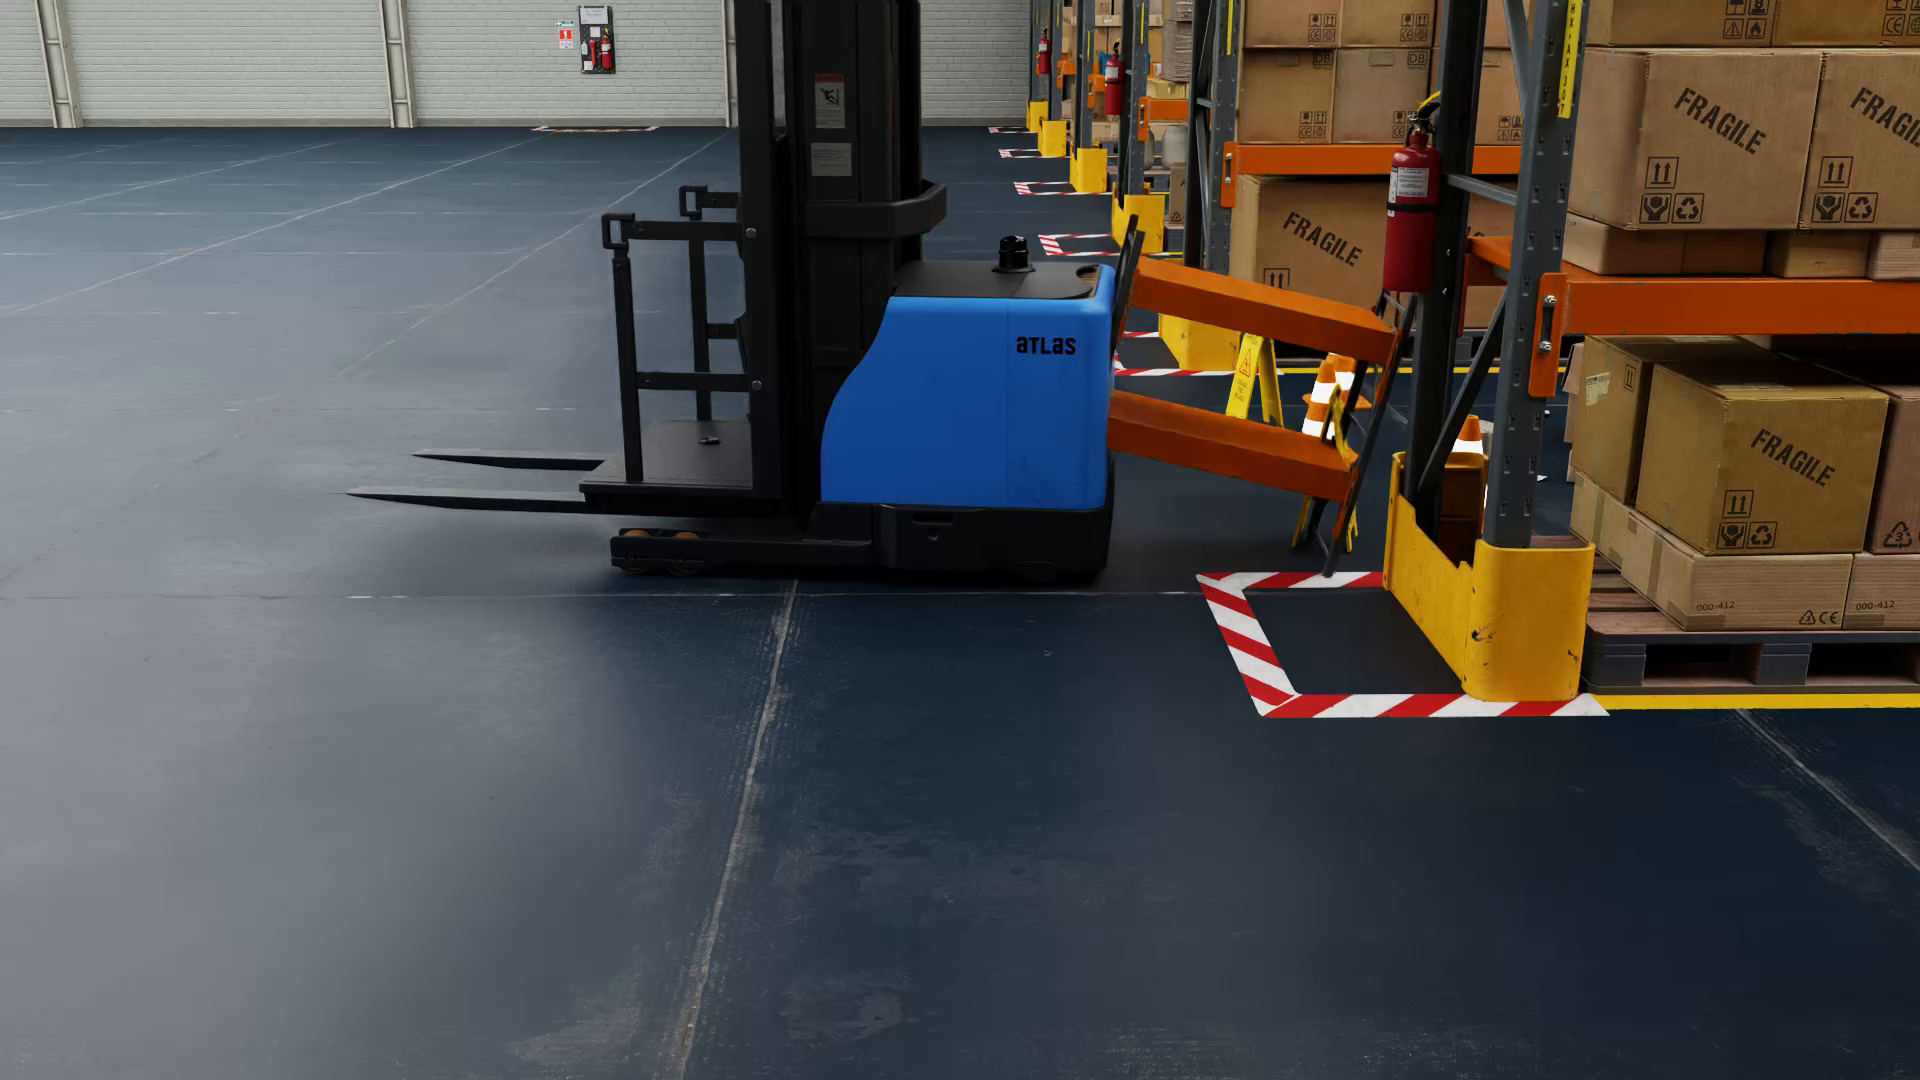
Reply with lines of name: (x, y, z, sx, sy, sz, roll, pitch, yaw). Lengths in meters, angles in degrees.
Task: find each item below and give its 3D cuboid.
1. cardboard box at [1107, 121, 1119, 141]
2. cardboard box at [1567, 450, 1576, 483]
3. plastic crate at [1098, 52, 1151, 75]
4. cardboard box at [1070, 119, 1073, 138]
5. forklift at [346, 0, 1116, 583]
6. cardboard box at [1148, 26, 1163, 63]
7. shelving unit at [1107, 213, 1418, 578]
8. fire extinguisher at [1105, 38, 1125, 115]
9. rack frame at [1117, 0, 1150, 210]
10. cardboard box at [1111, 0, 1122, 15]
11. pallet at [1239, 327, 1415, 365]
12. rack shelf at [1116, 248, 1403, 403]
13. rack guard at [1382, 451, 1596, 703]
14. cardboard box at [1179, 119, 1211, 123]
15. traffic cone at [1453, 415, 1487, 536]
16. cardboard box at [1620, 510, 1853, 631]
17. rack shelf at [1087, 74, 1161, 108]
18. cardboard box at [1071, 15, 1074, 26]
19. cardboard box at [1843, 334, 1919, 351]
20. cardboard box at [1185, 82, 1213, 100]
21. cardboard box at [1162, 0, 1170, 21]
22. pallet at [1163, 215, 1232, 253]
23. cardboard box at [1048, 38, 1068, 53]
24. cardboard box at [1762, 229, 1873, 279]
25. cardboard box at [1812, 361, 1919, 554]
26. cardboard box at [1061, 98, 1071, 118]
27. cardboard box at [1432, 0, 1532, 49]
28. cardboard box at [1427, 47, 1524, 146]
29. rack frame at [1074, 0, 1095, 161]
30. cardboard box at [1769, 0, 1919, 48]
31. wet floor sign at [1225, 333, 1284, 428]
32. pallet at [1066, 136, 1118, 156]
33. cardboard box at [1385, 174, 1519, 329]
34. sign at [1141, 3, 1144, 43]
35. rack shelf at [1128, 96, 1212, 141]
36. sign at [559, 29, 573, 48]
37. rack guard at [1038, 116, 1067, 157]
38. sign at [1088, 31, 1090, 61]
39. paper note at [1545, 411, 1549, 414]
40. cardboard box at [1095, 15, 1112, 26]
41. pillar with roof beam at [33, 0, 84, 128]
cardboard box: (2.421, -5.982, 24.318, 0.500, 0.250, 0.500, 0, 18, -1)
cardboard box: (2.968, -0.366, 7.666, 0.250, 0.149, 0.380, 10, 20, 28)
plastic crate: (1.951, -5.663, 19.753, 0.616, 0.251, 0.499, 0, 18, -1)
cardboard box: (1.913, -6.136, 24.800, 0.500, 0.250, 0.500, 0, 18, -1)
forklift: (-0.904, -1.415, 6.379, 3.031, 2.935, 1.130, 2, 18, 7)
cardboard box: (2.870, -7.203, 24.148, 0.500, 0.500, 0.700, 0, 18, 0)
shelving unit: (1.034, -0.548, 6.375, 1.048, 1.125, 0.538, 13, 18, -1)
fire extinguisher: (1.412, -4.230, 15.171, 0.183, 0.674, 0.296, 0, 18, -1)
rack frame: (1.534, -4.127, 14.723, 0.127, 3.000, 1.000, 0, 18, -1)
cardboard box: (2.427, -7.821, 23.950, 0.500, 0.500, 0.700, -1, 18, -2)
pallet: (2.309, -1.312, 10.511, 1.213, 0.211, 1.003, 0, 18, -1)
rack shelf: (1.098, -0.819, 6.283, 1.000, 0.278, 0.538, 13, 18, -1)
rack guard: (1.766, 0.089, 5.670, 0.348, 0.500, 1.175, 0, 18, -1)
cardboard box: (3.421, -6.342, 24.212, 0.500, 0.500, 0.500, 0, 18, -1)
traffic cone: (2.100, -0.289, 6.910, 0.334, 0.463, 0.336, 0, 18, -1)
cardboard box: (2.501, 0.089, 5.392, 0.500, 0.250, 0.500, 0, 18, -1)
rack shelf: (3.455, -5.307, 19.578, 4.000, 0.370, 1.077, 0, 18, -1)
cardboard box: (1.760, -7.569, 24.227, 0.250, 0.149, 0.380, -1, 18, -2)
cardboard box: (3.105, -0.763, 5.760, 0.250, 0.149, 0.380, 0, 18, 0)
cardboard box: (2.073, -3.931, 14.524, 0.250, 0.149, 0.380, 0, 18, -1)
cardboard box: (2.080, -4.871, 14.753, 0.500, 0.500, 0.500, 0, 18, -1)
pallet: (2.423, -2.793, 15.128, 1.213, 0.211, 1.003, 0, 18, -1)
cardboard box: (1.792, -8.509, 28.596, 0.500, 0.250, 0.500, -1, 18, -2)
cardboard box: (2.552, -0.901, 5.078, 0.250, 0.149, 0.380, -1, 18, -3)
cardboard box: (3.048, -0.272, 5.291, 0.500, 0.500, 0.500, -1, 18, -3)
cardboard box: (1.992, -7.571, 29.139, 0.500, 0.311, 0.500, -2, 18, -7)
cardboard box: (2.993, -3.179, 9.755, 0.550, 0.550, 0.875, 0, 18, -1)
cardboard box: (2.993, -2.672, 9.942, 0.550, 0.550, 0.875, 0, 18, -1)
rack frame: (1.456, -5.640, 19.438, 0.127, 3.000, 1.000, 0, 18, -1)
cardboard box: (2.704, -1.835, 5.290, 0.500, 0.500, 0.700, 0, 18, 0)
wet floor sign: (1.513, -0.886, 8.473, 0.232, 0.644, 0.267, -3, 18, -10)
pallet: (2.145, -5.841, 24.632, 1.213, 0.211, 1.003, 0, 18, -1)
cardboard box: (3.068, -1.828, 10.348, 0.875, 0.875, 0.875, -1, 18, -2)
sign: (1.542, -4.374, 14.074, 0.005, 0.325, 0.100, 0, 18, -1)
rack shelf: (3.534, -3.794, 14.863, 4.000, 0.370, 1.077, 0, 18, -1)
sign: (-7.040, -8.950, 29.698, 0.234, 0.329, 0.001, 0, 18, -1)
rack guard: (1.357, -5.962, 24.536, 0.348, 0.500, 1.175, 0, 18, -1)
sign: (1.460, -5.604, 18.872, 0.005, 0.325, 0.100, 0, 18, -1)
paper note: (3.064, -0.686, 8.859, 0.142, 0.017, 0.144, 6, 19, 18)
cardboard box: (2.041, -7.447, 23.847, 0.250, 0.149, 0.380, -1, 18, -2)
pillar with roof beam: (-15.944, -10.388, 24.419, 0.400, 9.000, 9.100, 0, 18, -1)
